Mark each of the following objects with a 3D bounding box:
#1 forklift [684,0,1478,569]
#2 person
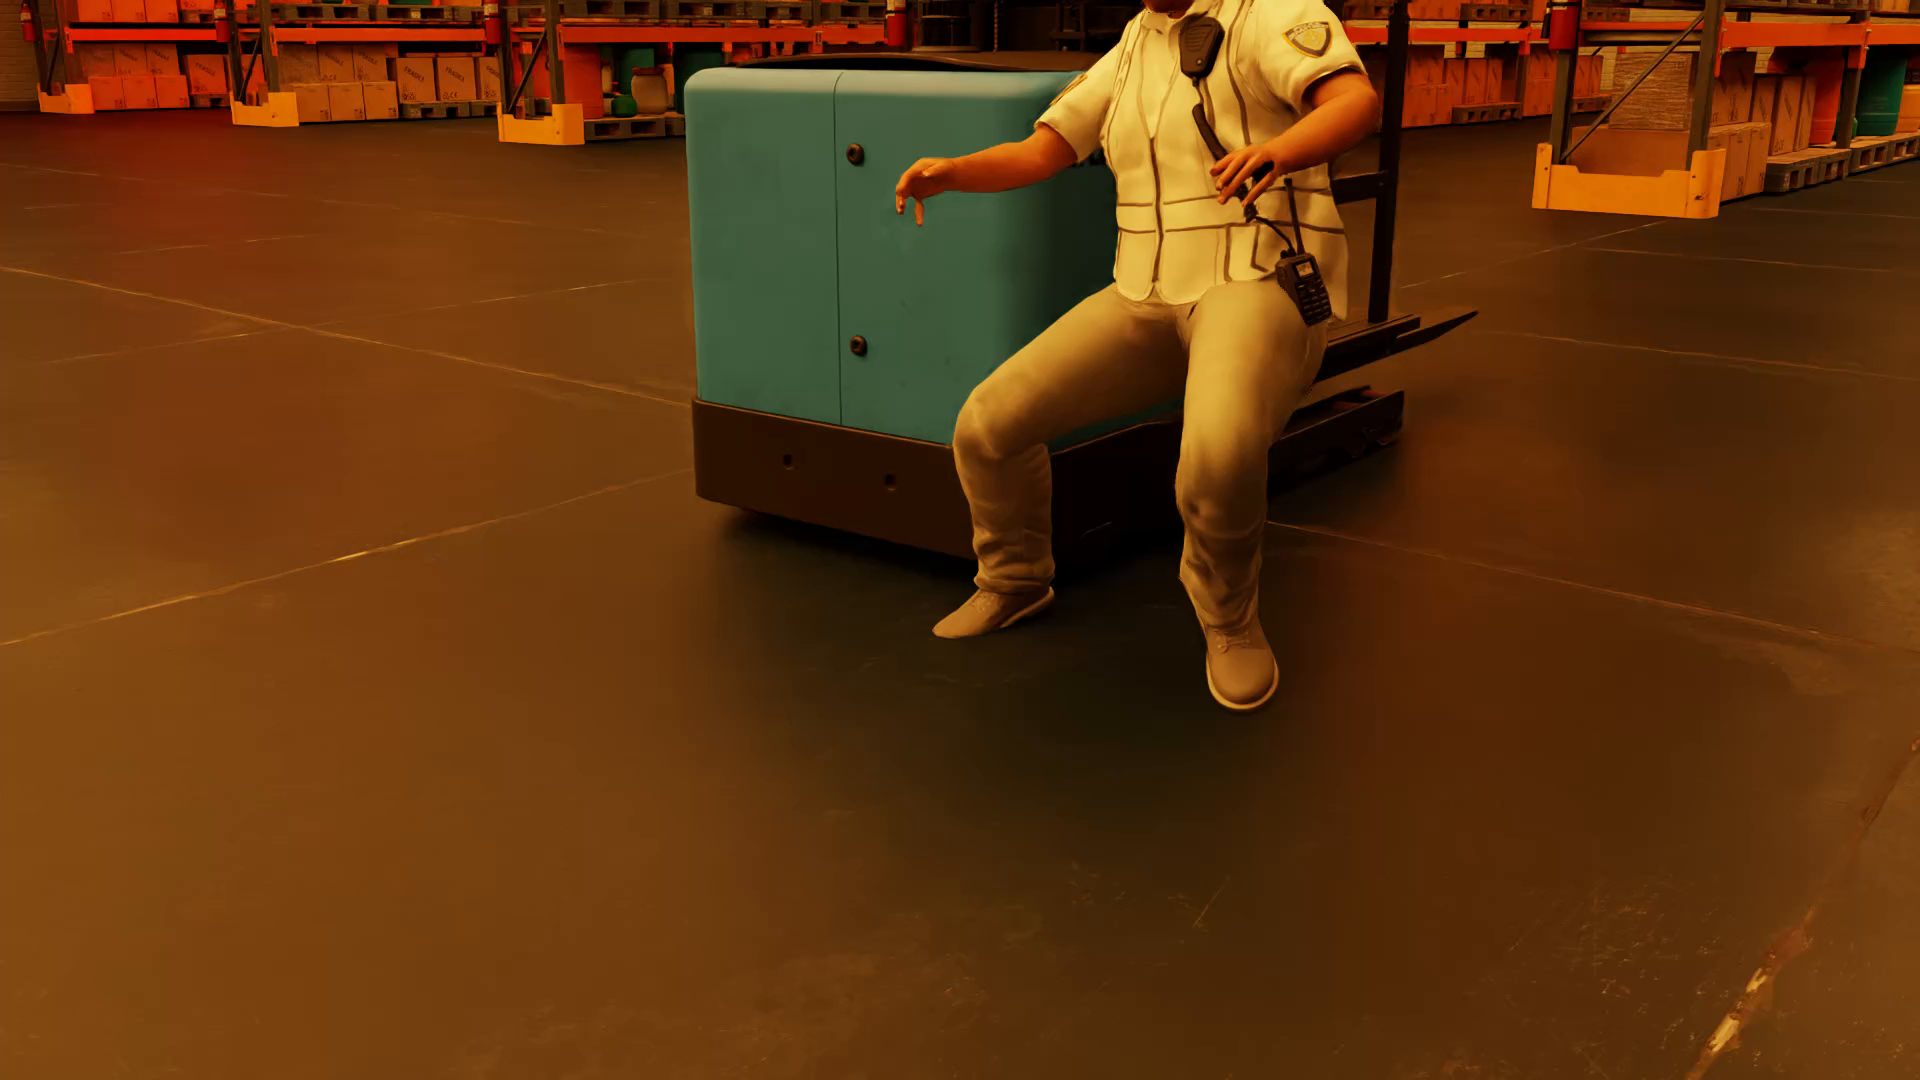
[{"bbox_3d":[0.641,-1.706,4.516,1.130,2.935,3.031,12,21,35],"label":"forklift"},{"bbox_3d":[0.296,-0.422,2.900,0.753,1.487,0.897,-12,21,-35],"label":"person"}]
